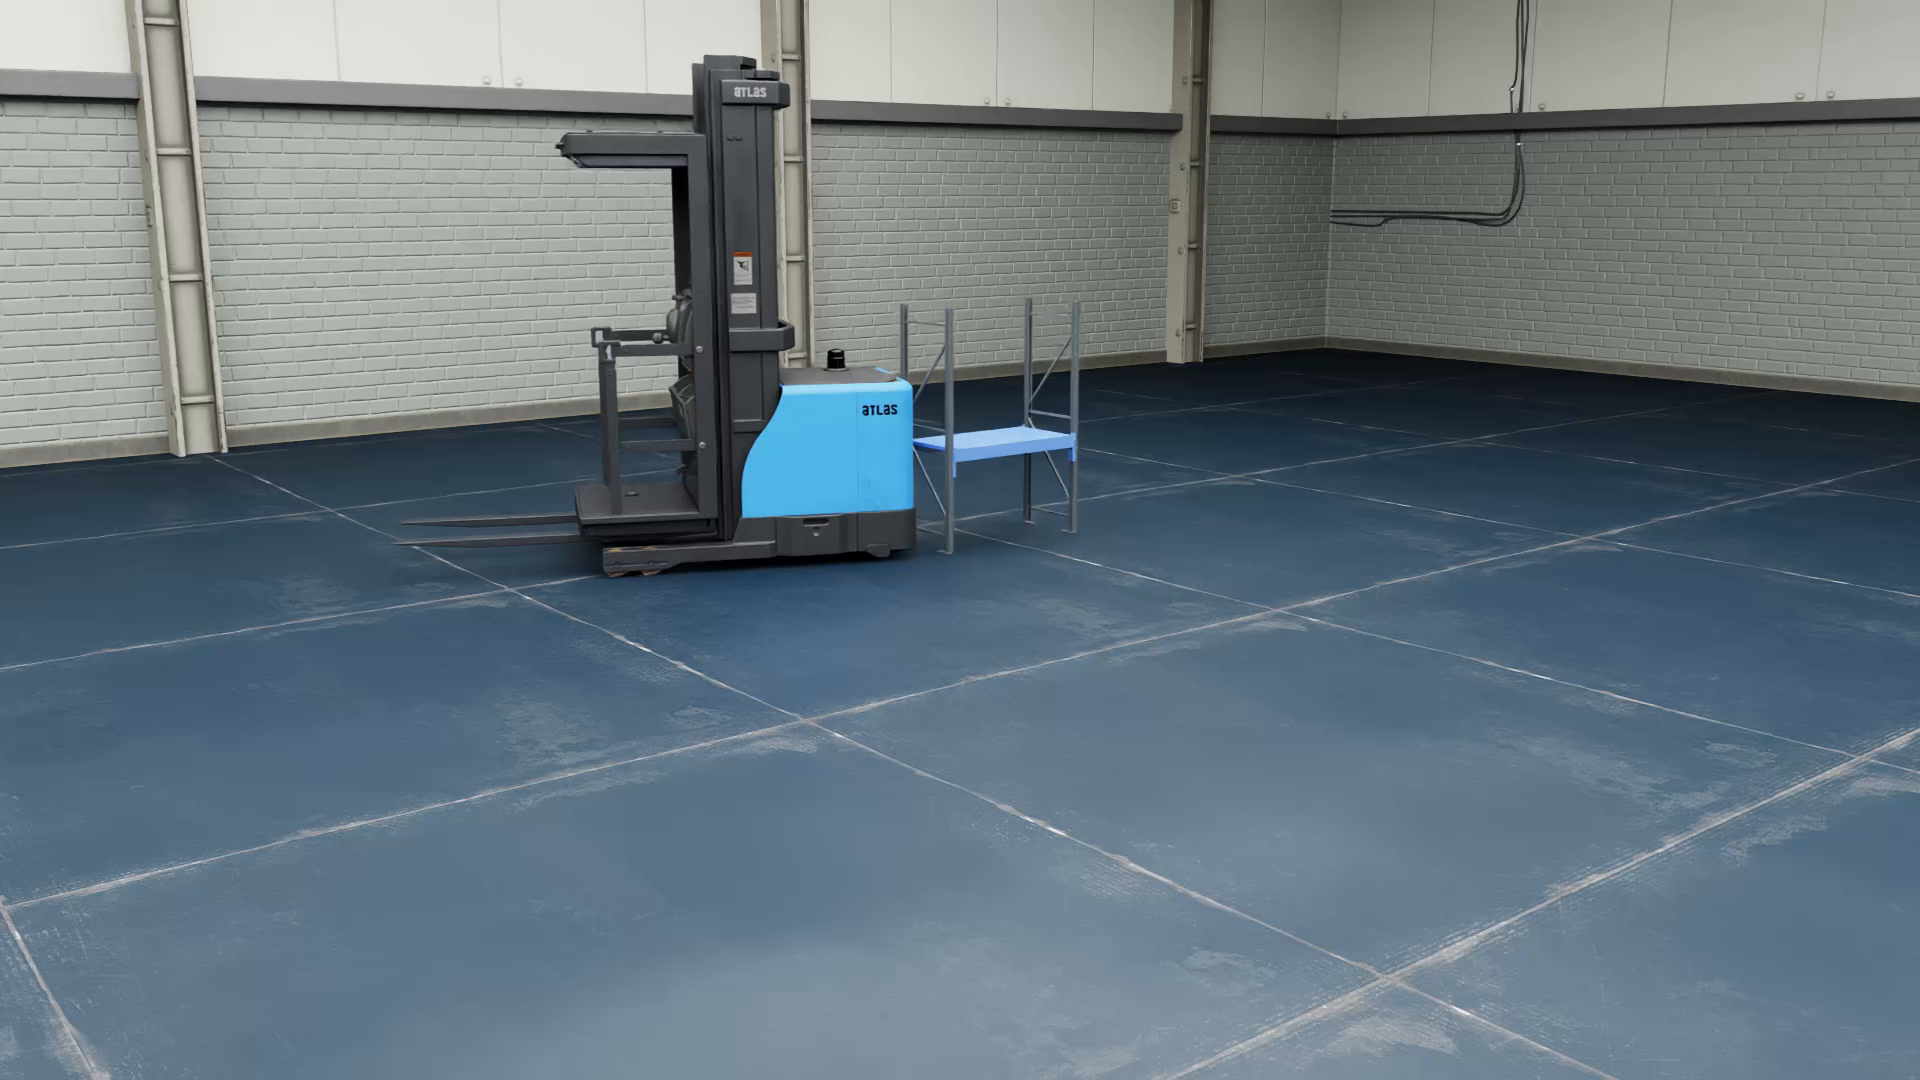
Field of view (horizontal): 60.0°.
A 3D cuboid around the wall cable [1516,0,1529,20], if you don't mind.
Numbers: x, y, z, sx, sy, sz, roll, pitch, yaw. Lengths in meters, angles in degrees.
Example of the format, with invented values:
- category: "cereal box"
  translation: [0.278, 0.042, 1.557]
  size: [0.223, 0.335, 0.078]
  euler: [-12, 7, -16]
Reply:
- category: "wall cable"
  translation: [7.710, -7.388, 19.072]
  size: [0.112, 2.526, 3.097]
  euler: [-9, 15, -38]

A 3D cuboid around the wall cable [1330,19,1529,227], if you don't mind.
- category: "wall cable"
  translation: [6.020, -5.356, 21.663]
  size: [0.112, 2.526, 3.097]
  euler: [-9, 15, -38]

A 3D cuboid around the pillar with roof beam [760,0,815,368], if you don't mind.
- category: "pillar with roof beam"
  translation: [0.898, -5.230, 13.595]
  size: [0.400, 9.000, 9.100]
  euler: [-9, 15, -38]

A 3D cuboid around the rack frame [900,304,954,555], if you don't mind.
- category: "rack frame"
  translation: [-0.205, -0.685, 10.245]
  size: [0.032, 1.500, 0.500]
  euler: [-9, 15, -37]

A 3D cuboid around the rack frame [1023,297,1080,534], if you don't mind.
- category: "rack frame"
  translation: [0.593, -0.816, 10.862]
  size: [0.032, 1.500, 0.500]
  euler: [-9, 15, -37]

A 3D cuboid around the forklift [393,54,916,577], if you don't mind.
- category: "forklift"
  translation: [-1.842, -1.340, 9.881]
  size: [3.031, 2.935, 1.130]
  euler: [-3, 12, -14]

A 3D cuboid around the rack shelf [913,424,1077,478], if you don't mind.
- category: "rack shelf"
  translation: [0.194, -0.575, 10.591]
  size: [1.000, 0.185, 0.538]
  euler: [-9, 15, -37]

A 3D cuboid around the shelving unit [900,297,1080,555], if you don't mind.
- category: "shelving unit"
  translation: [0.194, -0.751, 10.554]
  size: [1.048, 1.500, 0.538]
  euler: [-9, 15, -37]

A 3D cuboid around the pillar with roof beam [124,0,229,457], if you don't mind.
- category: "pillar with roof beam"
  translation: [-3.787, -4.452, 9.929]
  size: [0.400, 9.000, 9.100]
  euler: [-9, 15, -38]

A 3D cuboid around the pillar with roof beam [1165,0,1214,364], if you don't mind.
- category: "pillar with roof beam"
  translation: [5.583, -6.009, 17.262]
  size: [0.400, 9.000, 9.100]
  euler: [-9, 15, -38]
